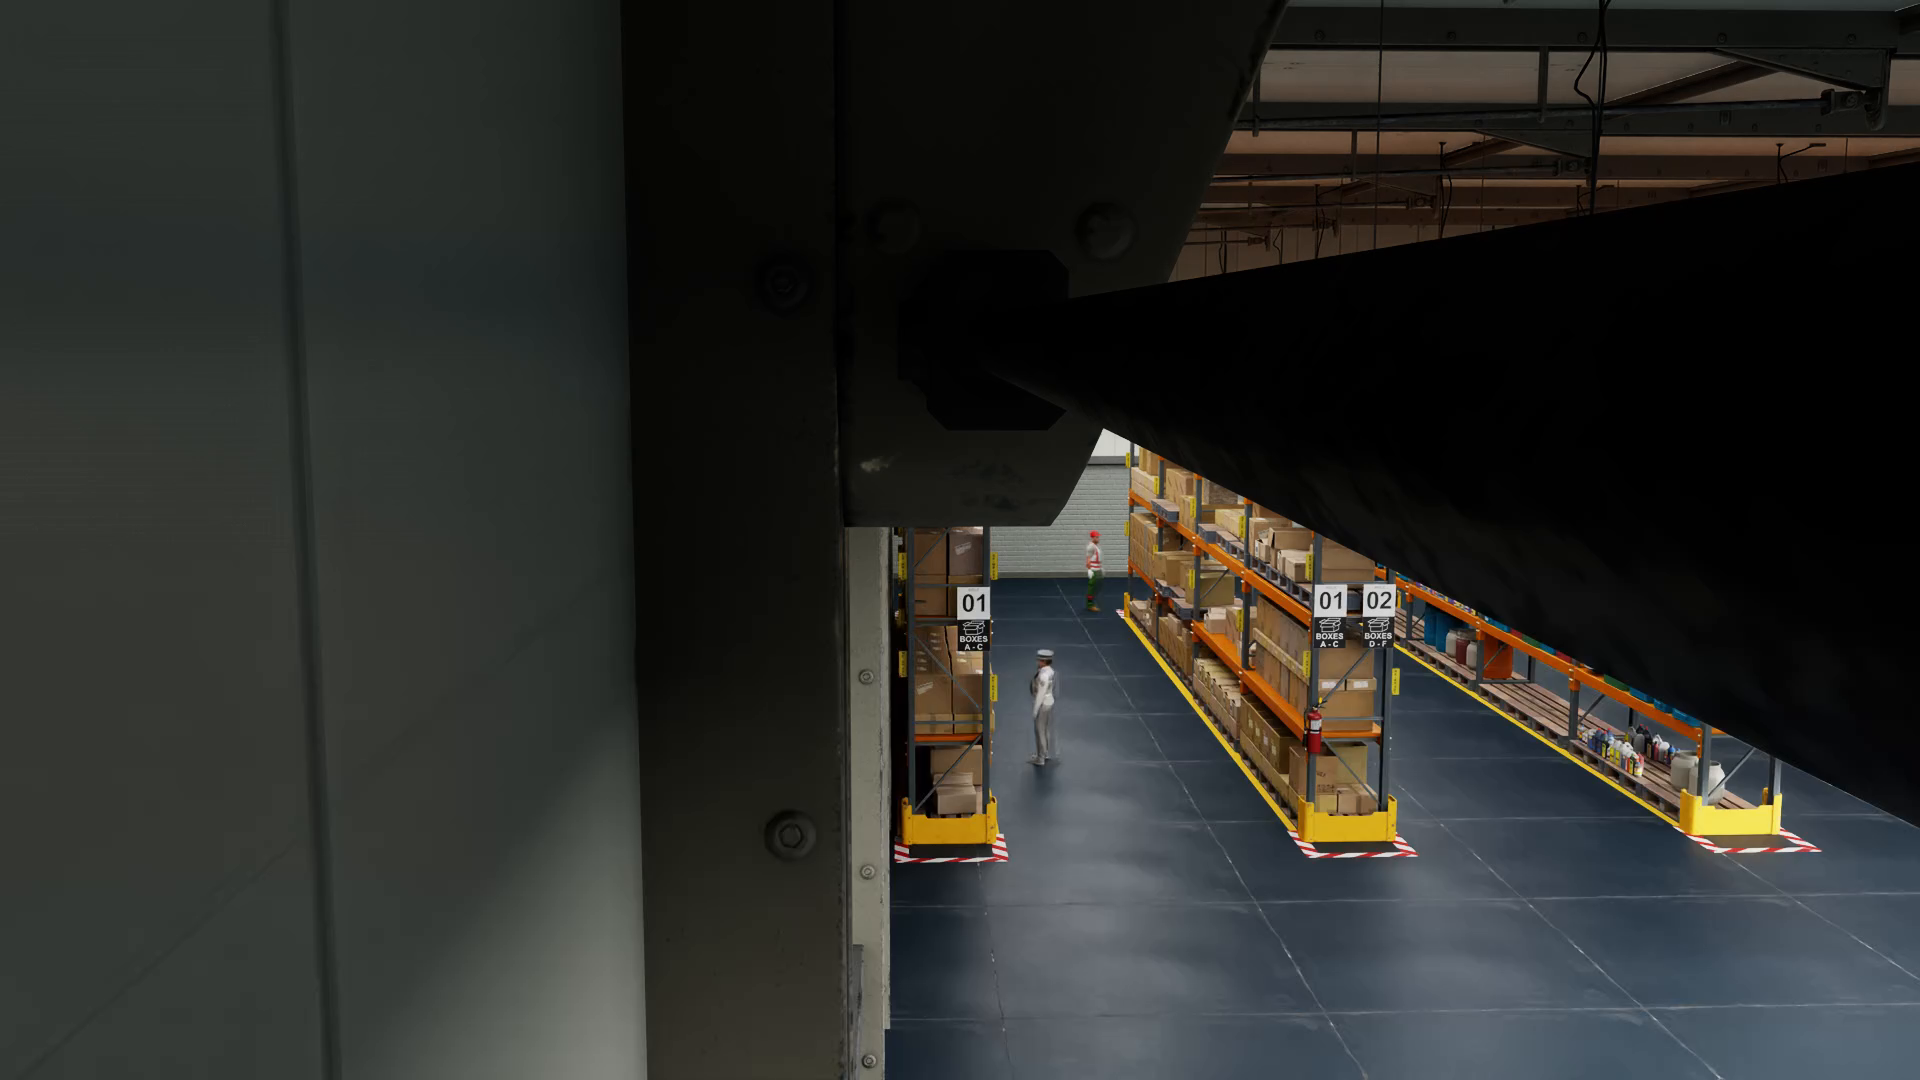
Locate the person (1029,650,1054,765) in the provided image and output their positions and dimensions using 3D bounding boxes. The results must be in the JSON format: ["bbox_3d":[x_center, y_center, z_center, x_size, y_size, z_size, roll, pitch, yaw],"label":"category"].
[{"bbox_3d":[1.171,2.426,24.186,0.381,1.676,0.540,2,8,13],"label":"person"}]

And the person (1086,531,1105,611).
[{"bbox_3d":[3.010,0.679,37.221,0.369,1.795,0.610,3,8,25],"label":"person"}]
